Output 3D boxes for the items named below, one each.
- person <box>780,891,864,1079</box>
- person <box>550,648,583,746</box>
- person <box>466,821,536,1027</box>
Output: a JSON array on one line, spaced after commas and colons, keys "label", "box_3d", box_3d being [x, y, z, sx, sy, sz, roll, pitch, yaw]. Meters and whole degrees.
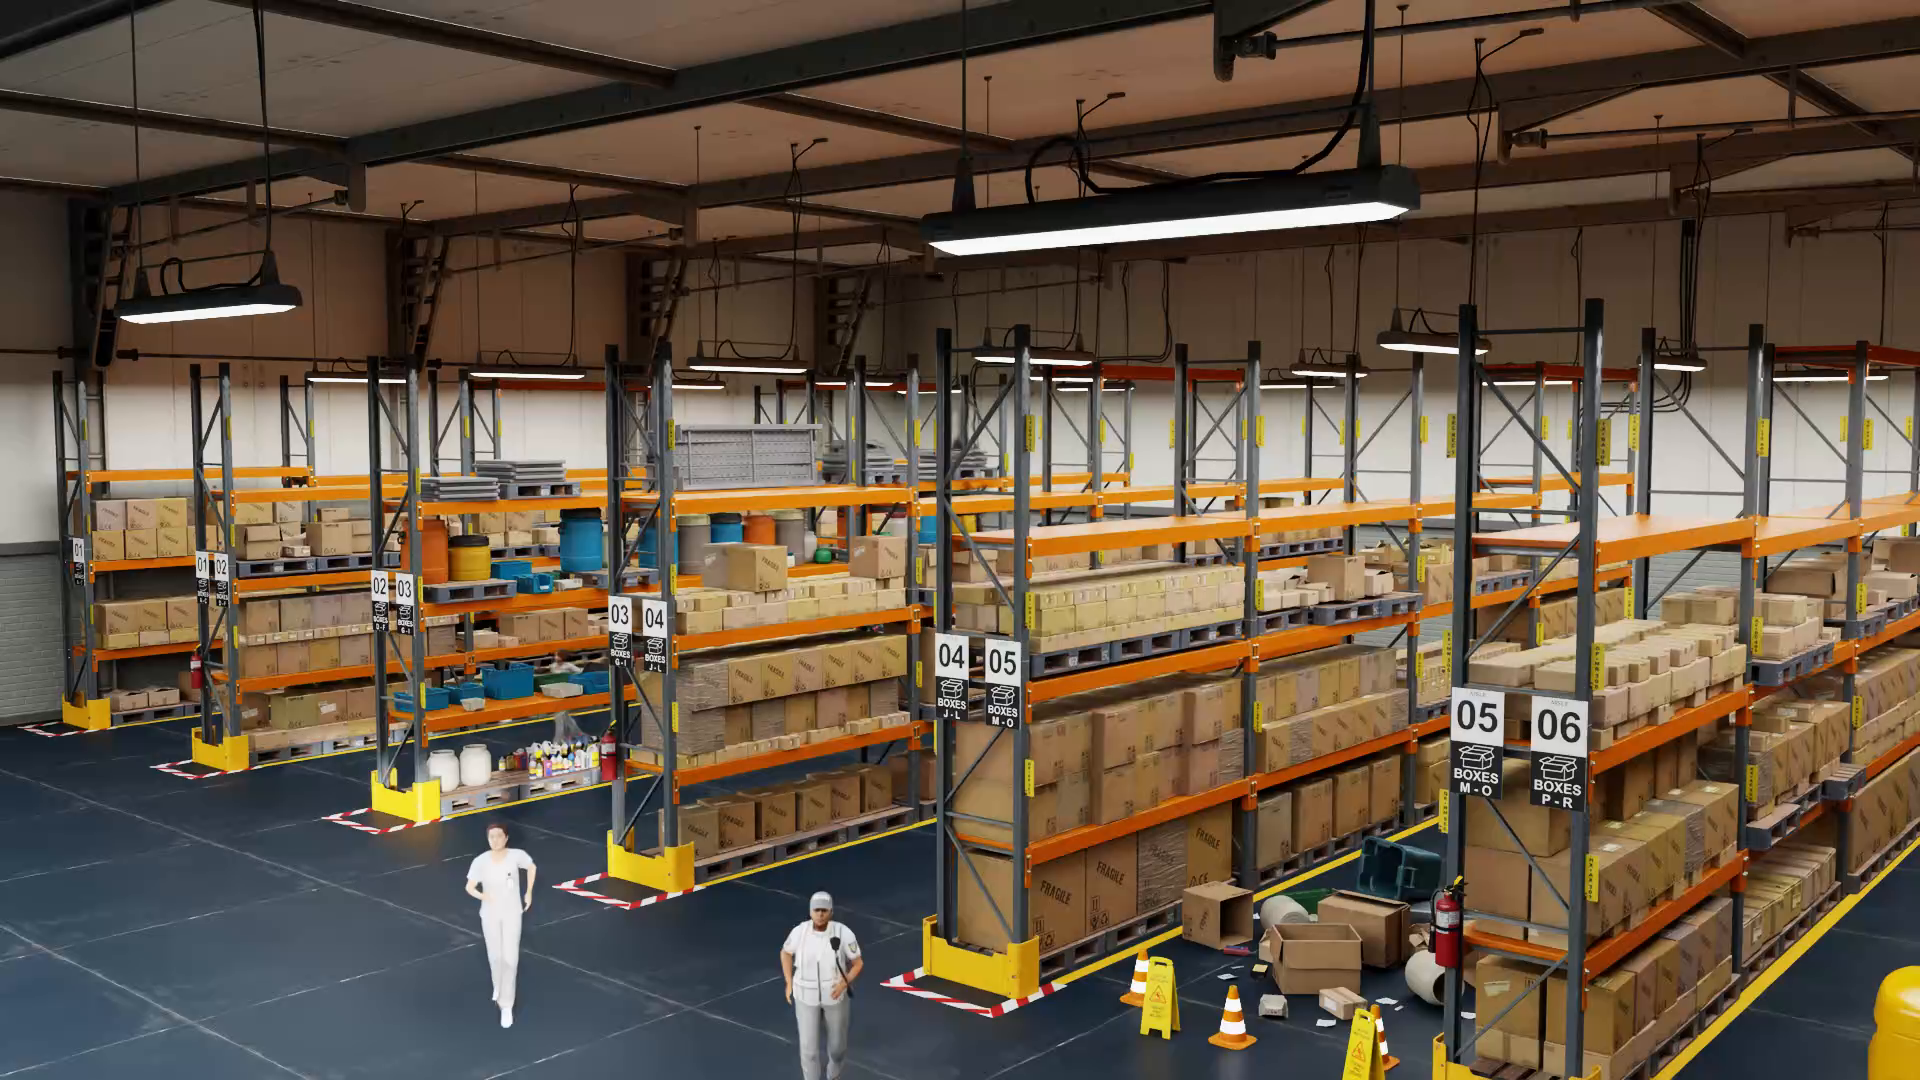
[{"label": "person", "box_3d": [-1.038, 3.442, 12.470, 0.636, 1.636, 0.876, 0, 4, -2]}, {"label": "person", "box_3d": [-6.175, 2.484, 25.920, 0.528, 1.631, 0.751, 3, 5, 36]}, {"label": "person", "box_3d": [-3.994, 3.295, 14.478, 0.570, 1.714, 0.773, -1, 4, -8]}]
